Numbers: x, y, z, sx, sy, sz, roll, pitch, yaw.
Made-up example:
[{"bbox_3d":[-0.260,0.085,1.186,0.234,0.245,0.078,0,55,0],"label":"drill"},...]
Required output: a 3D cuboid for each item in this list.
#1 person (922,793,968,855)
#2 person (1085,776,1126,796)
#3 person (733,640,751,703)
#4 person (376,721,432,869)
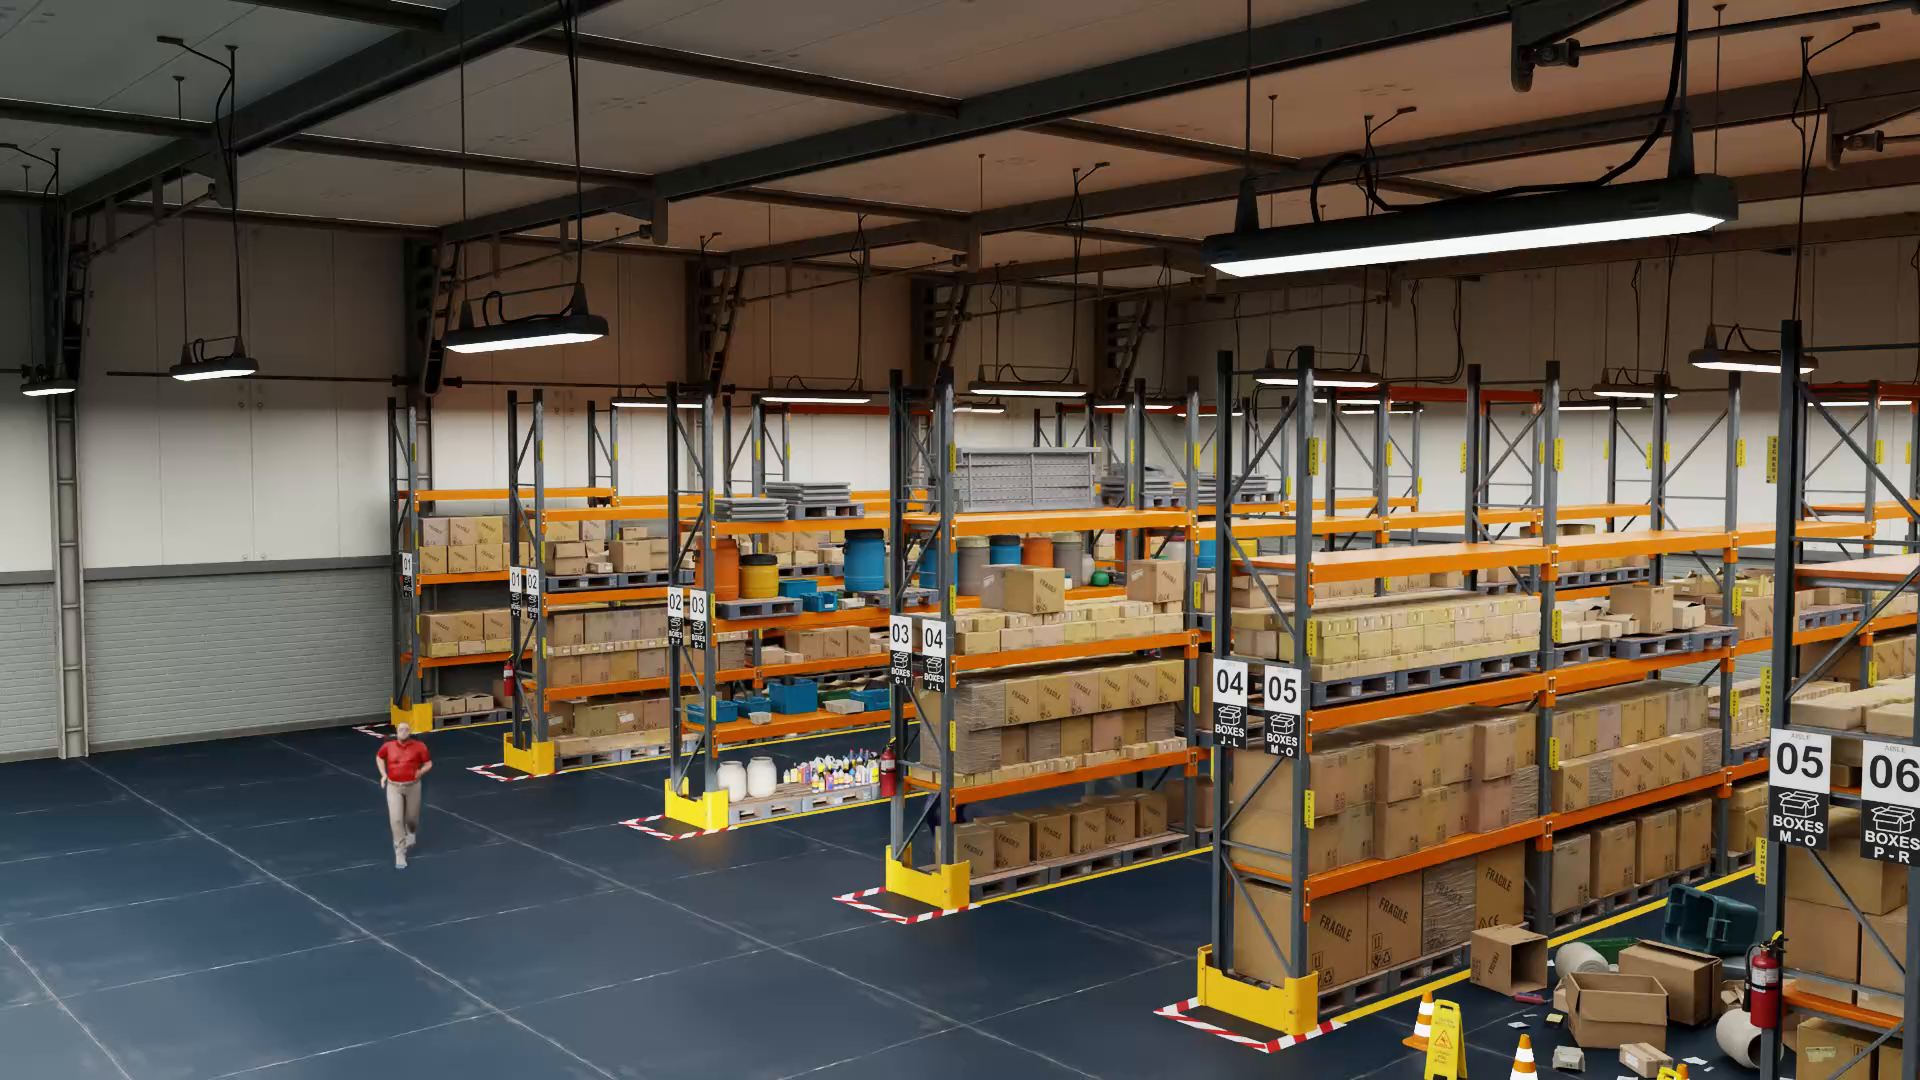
[{"bbox_3d":[-0.168,3.134,20.819,0.601,1.656,0.720,3,5,45],"label":"person"},{"bbox_3d":[2.014,2.961,23.196,0.819,1.744,0.602,-3,4,-38],"label":"person"},{"bbox_3d":[-4.038,2.565,30.734,0.504,1.619,0.741,3,4,40],"label":"person"},{"bbox_3d":[-6.879,3.104,20.592,0.663,1.740,0.966,-1,3,-17],"label":"person"}]
